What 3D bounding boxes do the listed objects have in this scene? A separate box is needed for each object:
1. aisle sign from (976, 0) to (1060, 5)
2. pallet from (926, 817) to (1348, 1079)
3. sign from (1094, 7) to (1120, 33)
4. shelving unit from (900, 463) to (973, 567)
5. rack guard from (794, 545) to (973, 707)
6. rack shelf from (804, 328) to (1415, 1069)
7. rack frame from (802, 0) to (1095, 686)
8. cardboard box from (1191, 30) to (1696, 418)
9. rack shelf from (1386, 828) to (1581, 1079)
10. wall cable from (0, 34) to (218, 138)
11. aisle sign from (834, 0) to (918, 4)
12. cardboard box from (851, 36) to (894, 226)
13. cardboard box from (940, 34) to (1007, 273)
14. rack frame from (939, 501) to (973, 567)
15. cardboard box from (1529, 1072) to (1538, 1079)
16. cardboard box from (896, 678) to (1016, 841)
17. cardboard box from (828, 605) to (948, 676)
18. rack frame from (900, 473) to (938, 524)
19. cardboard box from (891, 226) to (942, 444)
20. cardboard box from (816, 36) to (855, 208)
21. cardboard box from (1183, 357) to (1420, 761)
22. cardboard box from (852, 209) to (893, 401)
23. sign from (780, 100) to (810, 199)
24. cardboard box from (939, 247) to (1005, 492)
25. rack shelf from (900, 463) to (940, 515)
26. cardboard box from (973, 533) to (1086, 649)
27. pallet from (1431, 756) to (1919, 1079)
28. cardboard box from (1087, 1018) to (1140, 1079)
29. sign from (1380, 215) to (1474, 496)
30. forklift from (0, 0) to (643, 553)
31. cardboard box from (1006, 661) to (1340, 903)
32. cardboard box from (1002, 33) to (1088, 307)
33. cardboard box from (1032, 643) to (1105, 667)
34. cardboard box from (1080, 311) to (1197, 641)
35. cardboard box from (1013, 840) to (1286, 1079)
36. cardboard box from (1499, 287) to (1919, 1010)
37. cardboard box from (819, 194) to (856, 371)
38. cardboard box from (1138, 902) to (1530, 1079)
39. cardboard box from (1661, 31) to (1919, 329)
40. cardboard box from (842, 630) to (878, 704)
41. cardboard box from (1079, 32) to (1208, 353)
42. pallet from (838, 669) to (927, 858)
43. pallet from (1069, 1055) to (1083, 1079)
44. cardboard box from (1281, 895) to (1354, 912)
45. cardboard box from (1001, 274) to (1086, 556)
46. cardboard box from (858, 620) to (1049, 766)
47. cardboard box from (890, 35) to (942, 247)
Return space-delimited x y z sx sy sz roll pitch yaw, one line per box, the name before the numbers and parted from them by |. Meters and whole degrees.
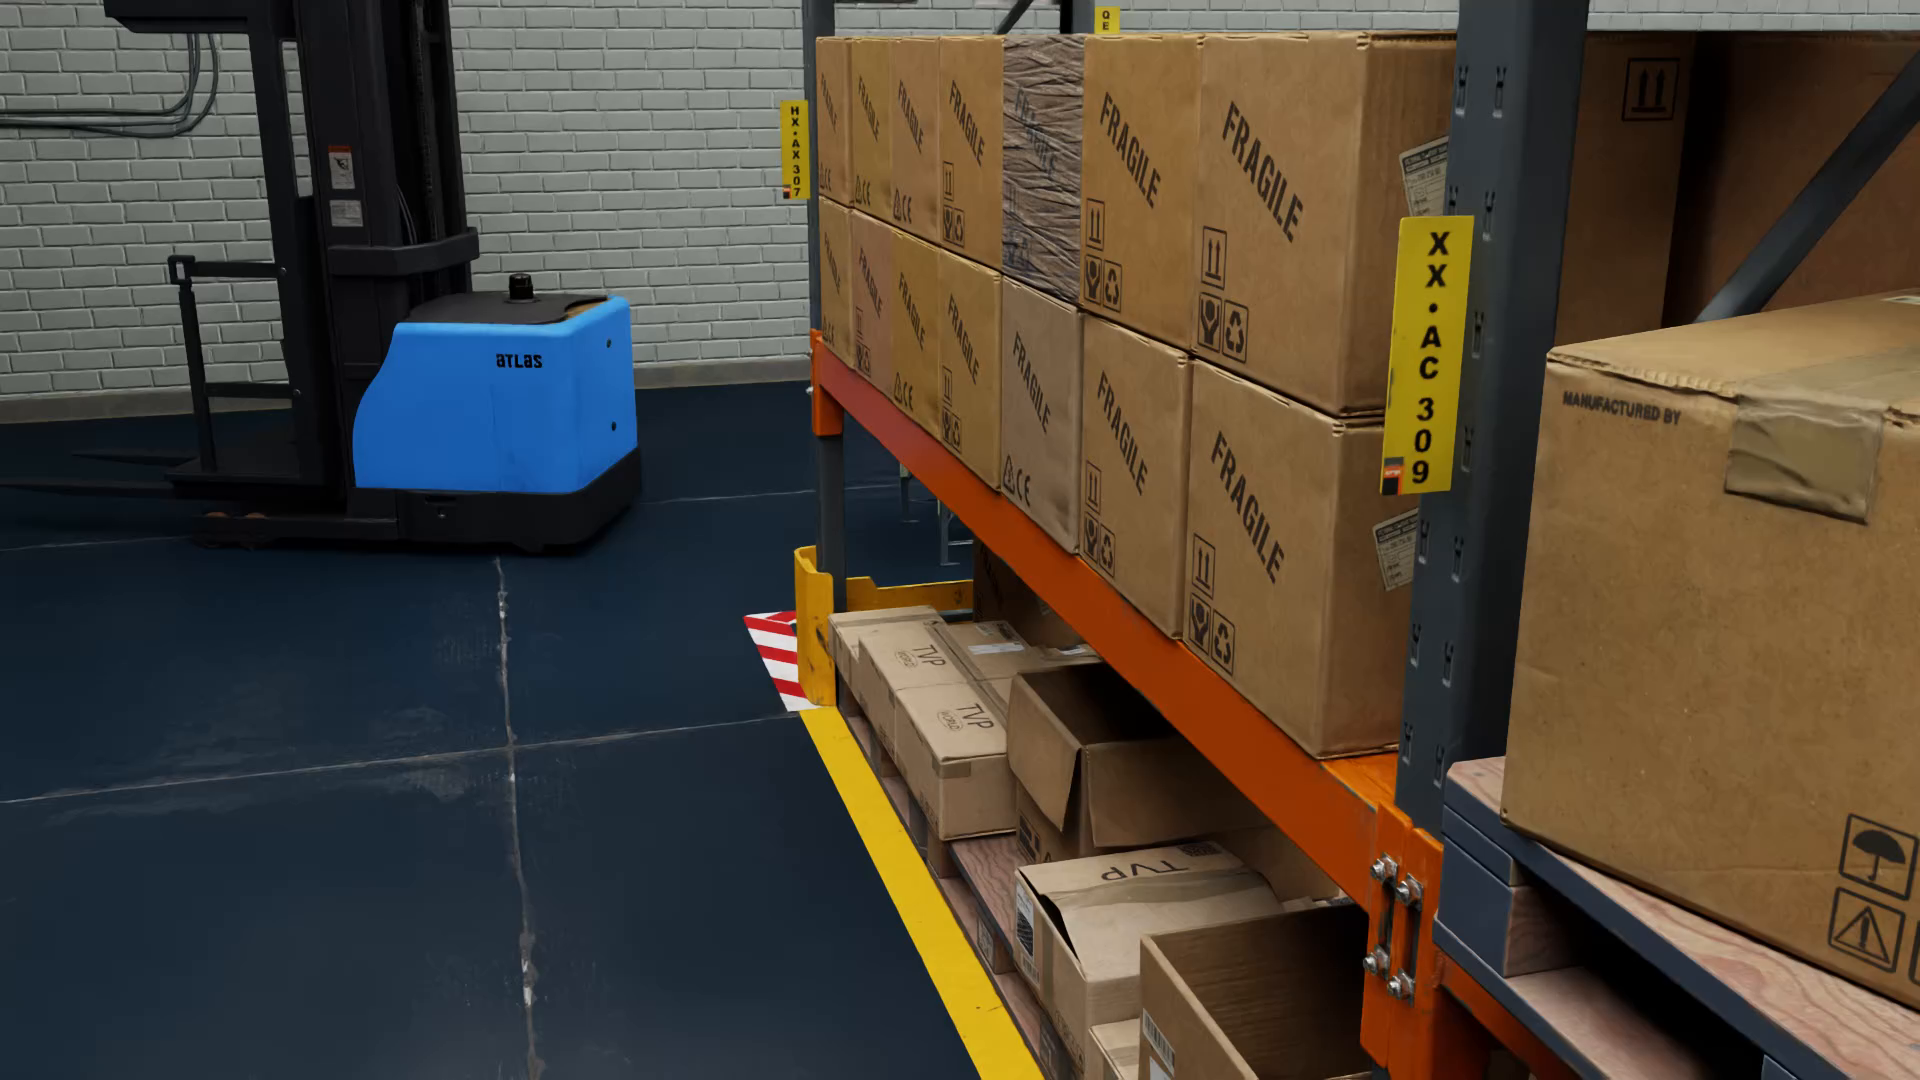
aisle sign | 0.243 -2.238 5.669 0.394 0.787 0.004 -5 17 -15
pallet | 0.540 0.964 4.375 1.003 0.211 1.213 -5 17 -15
sign | 0.507 -1.694 5.815 0.100 0.325 0.005 -5 17 -15
shelving unit | 0.002 -0.716 7.730 0.431 1.500 0.755 -5 17 -15
rack guard | -0.011 0.269 6.189 1.175 0.500 0.348 -5 17 -15
rack shelf | 0.517 -0.052 4.161 1.077 0.370 4.000 -5 17 -15
rack frame | -0.032 -0.950 5.899 1.000 3.000 0.127 -5 17 -15
cardboard box | 0.679 -0.489 2.455 0.500 0.500 0.500 -5 17 -15
rack shelf | 1.617 1.055 0.478 1.077 0.370 4.000 -5 17 -15
wall cable | -6.005 -3.536 9.478 3.097 2.526 0.112 -5 17 -15
aisle sign | -0.333 -2.190 5.511 0.394 0.787 0.004 -5 17 -15
cardboard box | -0.013 -1.189 4.784 0.500 0.500 0.500 -5 17 -15
cardboard box | 0.260 -0.909 3.854 0.500 0.500 0.500 -5 17 -16
rack frame | 0.102 -0.615 7.393 0.400 1.500 0.023 -5 17 -15
cardboard box | 1.160 1.101 2.983 0.500 0.311 0.500 -5 17 -15
cardboard box | 0.119 0.606 4.735 0.500 0.250 0.500 -5 17 -15
cardboard box | -0.248 0.348 5.770 0.380 0.149 0.250 -5 17 -15
rack frame | -0.099 -0.818 8.067 0.400 1.500 0.023 -5 17 -15
cardboard box | 0.118 -0.572 4.470 0.500 0.500 0.500 -5 17 -15
cardboard box | -0.164 -1.333 5.263 0.500 0.500 0.500 -4 17 -14
cardboard box | 0.683 -0.009 2.594 0.500 0.500 0.500 -4 17 -14
cardboard box | -0.017 -0.712 4.933 0.500 0.500 0.500 -5 17 -16
sign | -0.554 -1.321 5.632 0.100 0.325 0.005 -5 17 -15
cardboard box | 0.254 -0.434 4.009 0.500 0.500 0.500 -4 17 -15
rack shelf | 0.002 -0.404 7.824 0.431 0.370 0.720 -5 17 -15
cardboard box | 0.354 0.168 5.760 0.500 0.500 0.500 -5 17 -15
pallet | 1.182 0.478 1.479 1.003 0.211 1.213 -5 17 -15
cardboard box | 0.477 1.077 3.342 0.380 0.149 0.250 -5 17 -15
sign | 0.547 -0.213 1.941 0.100 0.325 0.005 -5 17 -15
forklift | -3.180 -1.511 7.887 3.031 2.935 1.130 2 17 6
cardboard box | 0.546 0.622 4.240 0.797 0.503 0.637 -5 17 -15
cardboard box | 0.397 -0.770 3.390 0.500 0.500 0.500 -5 17 -15
cardboard box | 0.379 0.447 5.411 0.380 0.166 0.250 -5 17 -15
cardboard box | 0.540 -0.151 3.069 0.500 0.500 0.500 -4 17 -14
cardboard box | 0.432 0.891 3.680 0.500 0.311 0.500 -5 17 -15
cardboard box | 0.982 0.057 1.646 0.700 0.500 0.500 -12 20 -34
cardboard box | -0.164 -0.854 5.407 0.500 0.500 0.500 -4 17 -14
cardboard box | 0.638 1.008 2.962 0.500 0.500 0.500 -5 17 -15
cardboard box | 1.208 -0.522 2.565 0.500 0.500 0.500 -4 17 -14
cardboard box | -0.179 0.409 5.537 0.380 0.166 0.250 -5 17 -15
cardboard box | 0.536 -0.631 2.926 0.500 0.500 0.500 -5 17 -16
pallet | 0.209 0.628 5.496 1.003 0.211 1.213 -5 17 -15
pallet | 0.879 1.302 3.250 1.003 0.211 1.213 -5 17 -15
cardboard box | 0.912 0.931 3.797 0.380 0.166 0.250 -5 17 -15
cardboard box | 0.397 -0.293 3.541 0.500 0.500 0.500 -4 17 -14
cardboard box | -0.018 0.468 5.196 0.500 0.250 0.500 -5 17 -15
cardboard box | 0.120 -1.050 4.322 0.500 0.500 0.500 -4 17 -14
